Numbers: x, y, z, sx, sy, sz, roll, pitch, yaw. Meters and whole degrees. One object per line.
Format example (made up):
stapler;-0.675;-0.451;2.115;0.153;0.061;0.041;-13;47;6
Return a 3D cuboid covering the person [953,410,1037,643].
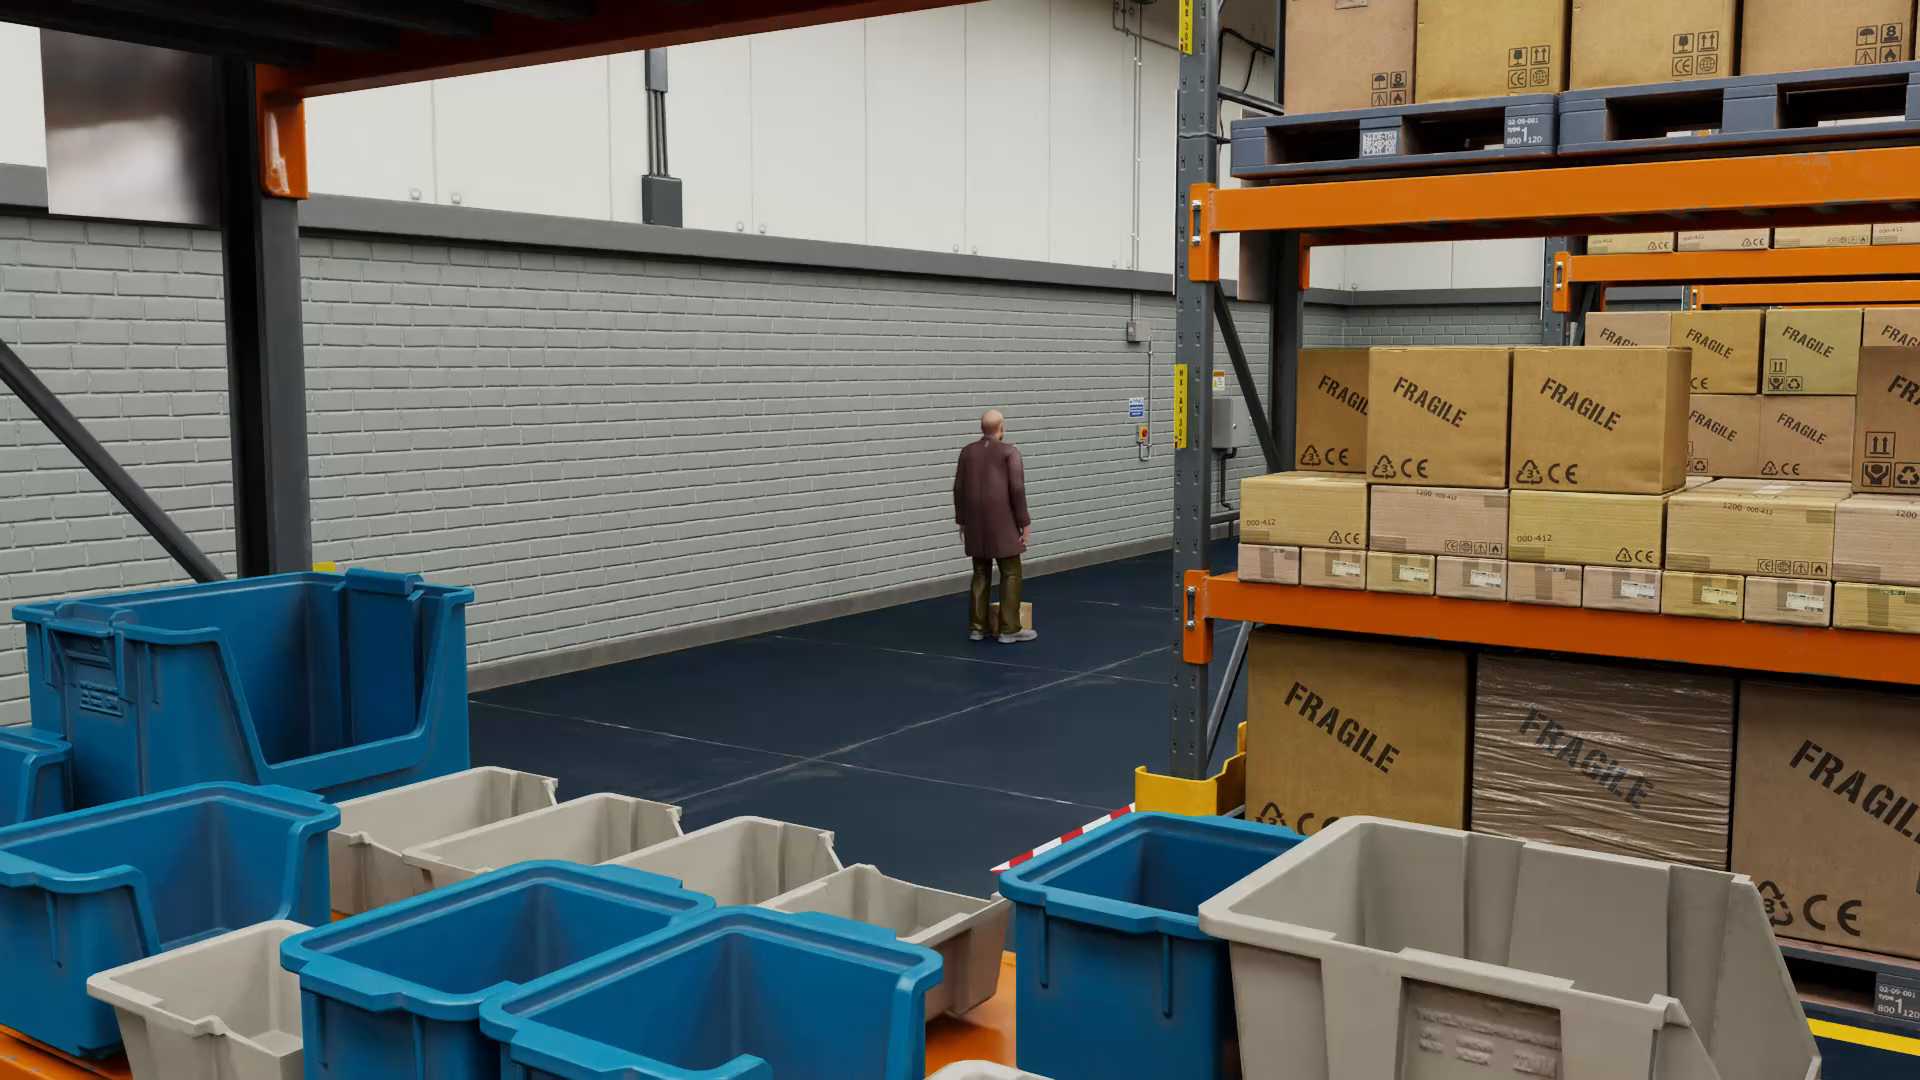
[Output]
person;0.252;-0.111;12.792;0.645;1.772;0.429;4;7;30
